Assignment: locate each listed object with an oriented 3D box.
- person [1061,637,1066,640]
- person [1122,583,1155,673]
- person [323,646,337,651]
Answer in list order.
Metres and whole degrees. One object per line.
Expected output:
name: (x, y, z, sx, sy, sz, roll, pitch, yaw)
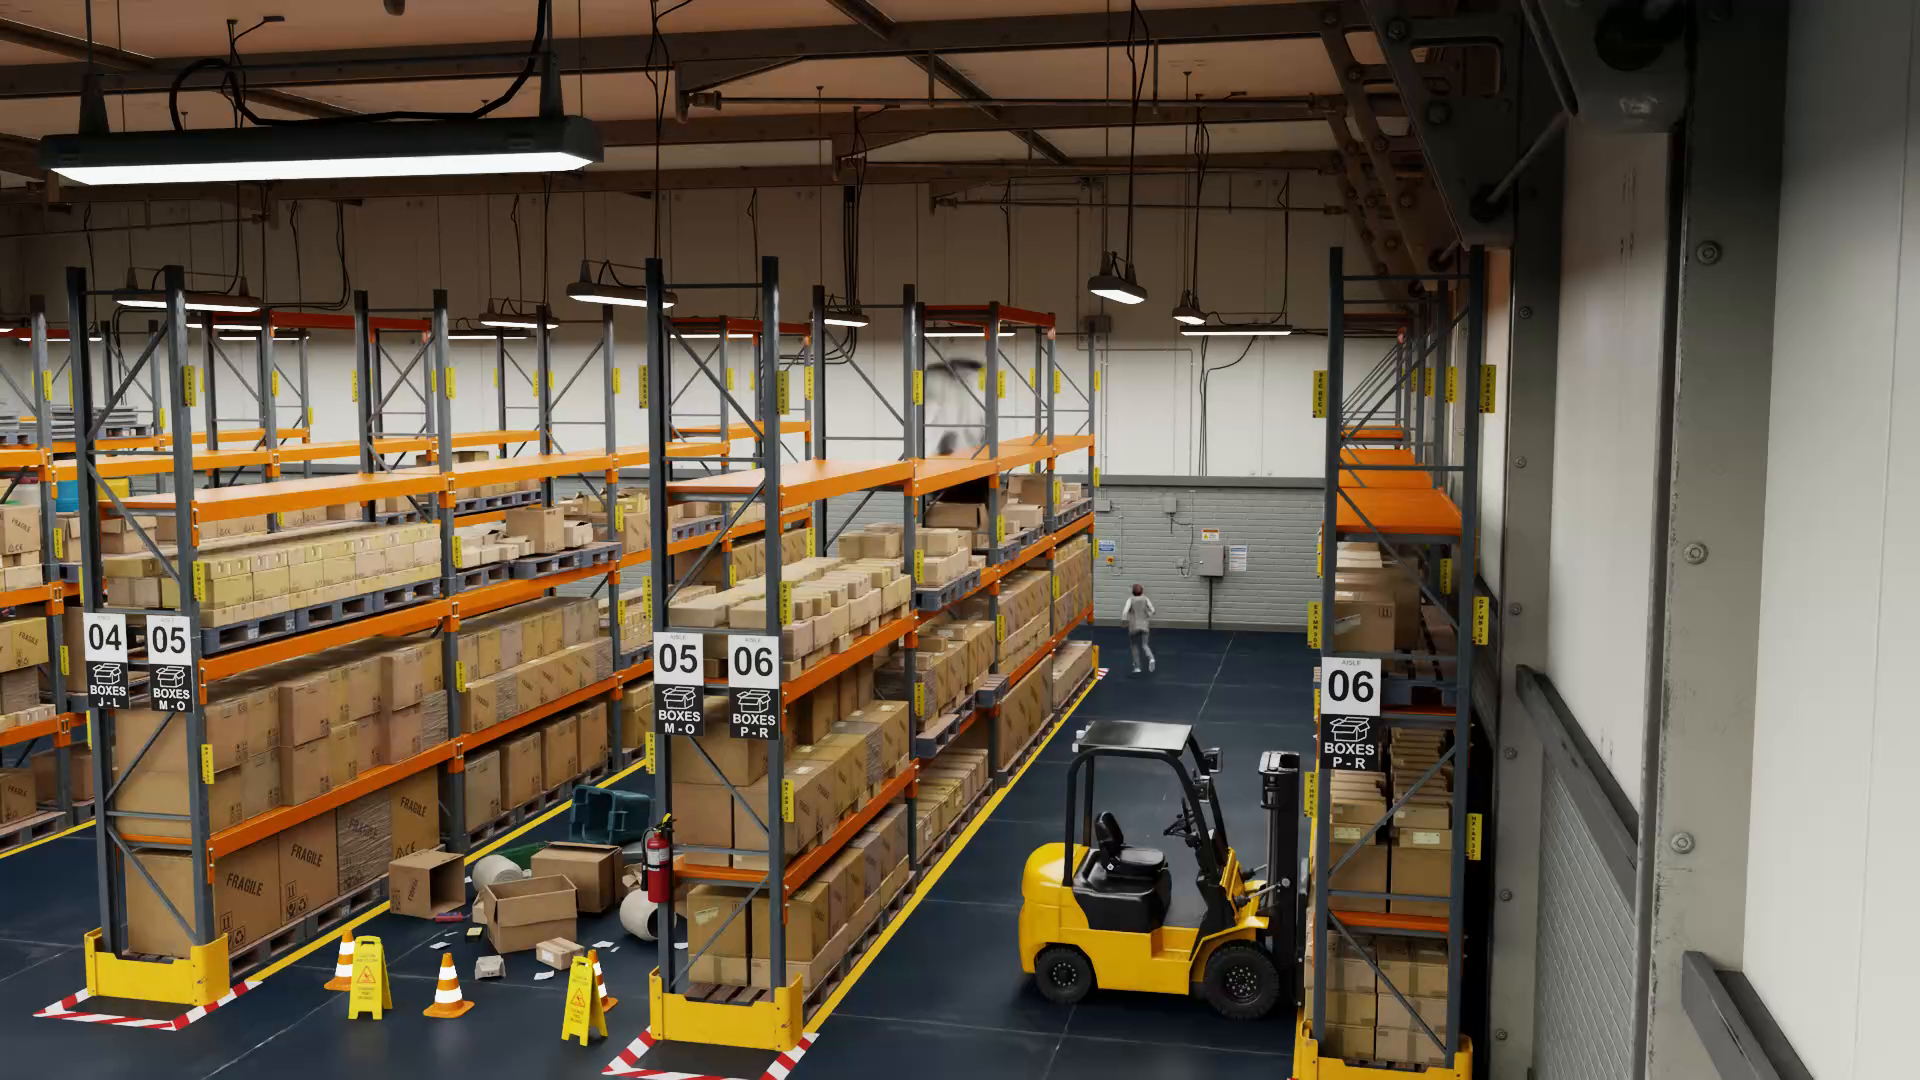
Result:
person: (1.620, 1.197, 31.132, 0.750, 1.705, 0.533, -1, 6, -10)
person: (3.037, 1.535, 28.329, 0.592, 1.599, 0.736, -1, 6, -11)
person: (-7.981, 2.160, 21.197, 0.638, 1.814, 0.736, 1, 6, 7)
